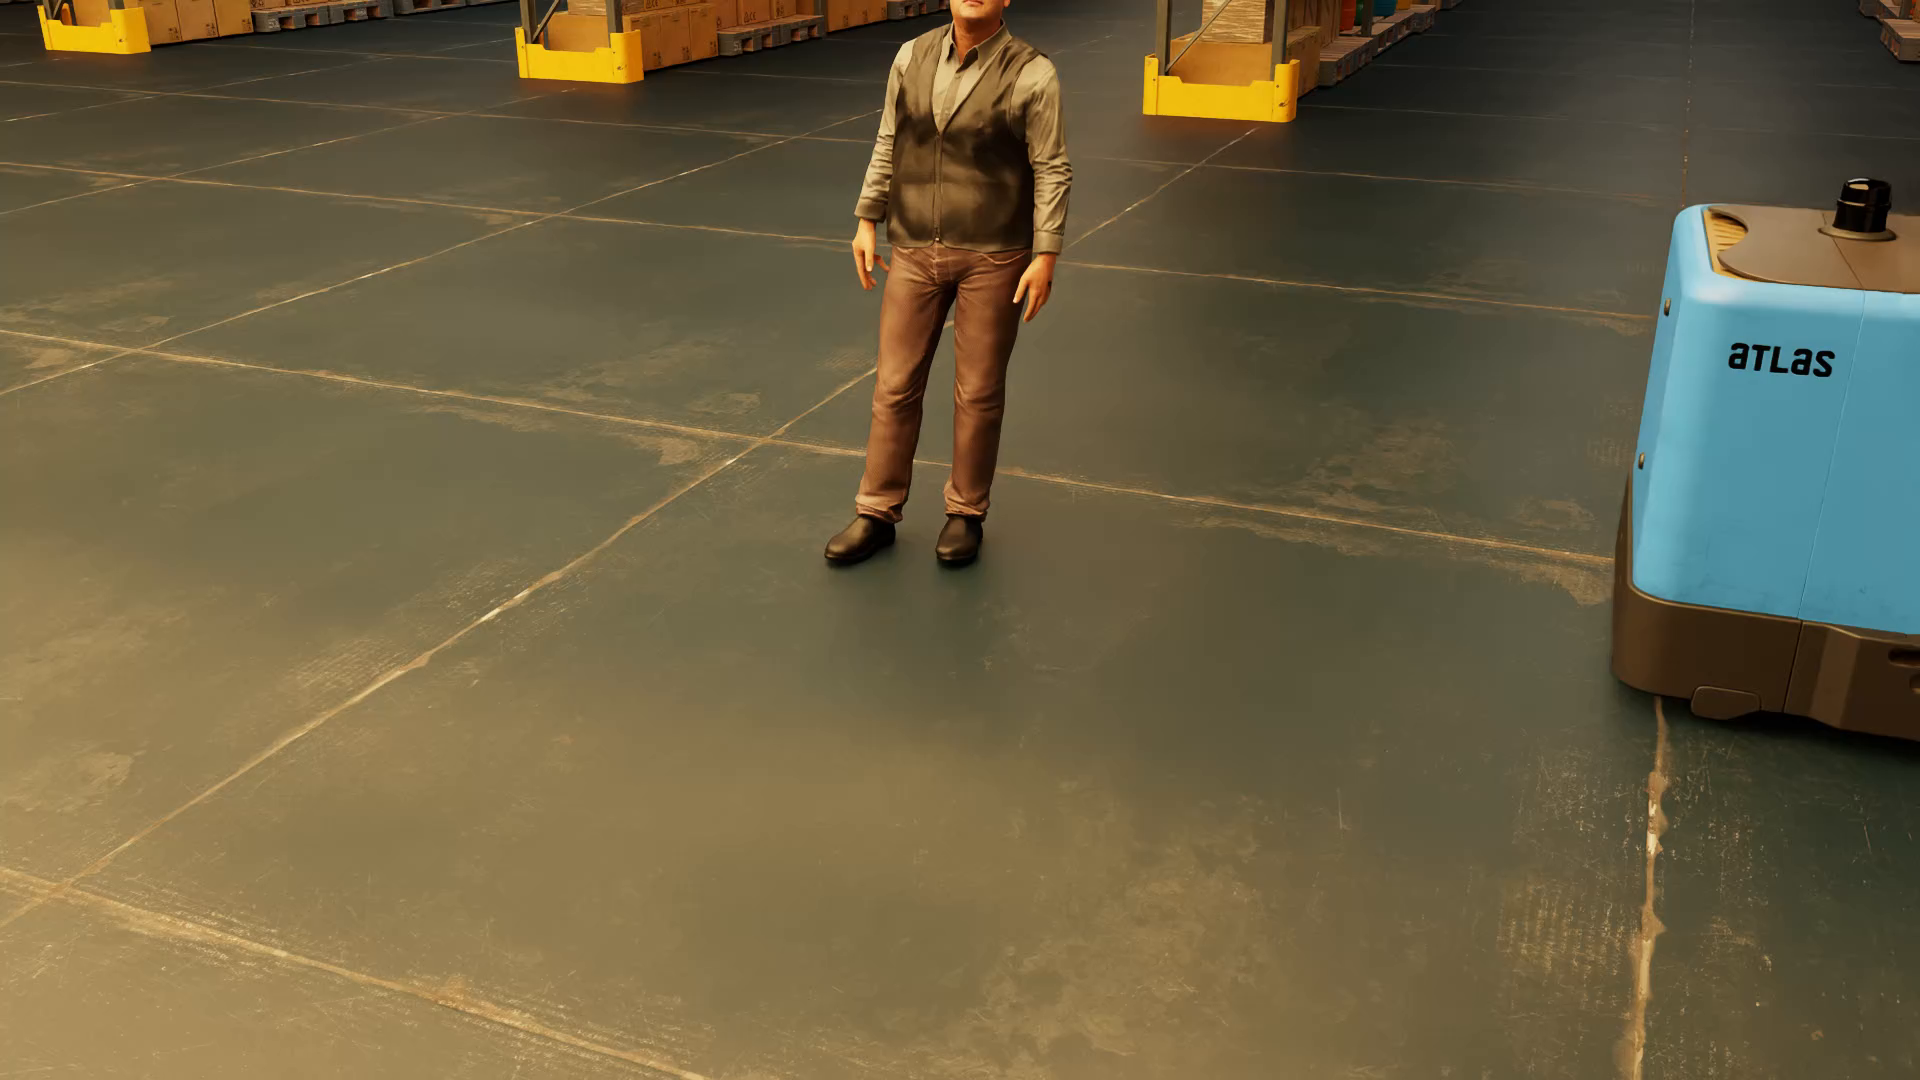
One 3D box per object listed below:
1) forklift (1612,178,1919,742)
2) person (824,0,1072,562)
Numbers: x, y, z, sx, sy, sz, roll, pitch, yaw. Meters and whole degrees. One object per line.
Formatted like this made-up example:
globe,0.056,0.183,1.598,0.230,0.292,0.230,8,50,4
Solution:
forklift,3.189,-0.911,3.471,3.031,2.935,1.130,8,24,19
person,-0.031,-0.780,4.708,0.632,1.720,0.568,9,24,21
